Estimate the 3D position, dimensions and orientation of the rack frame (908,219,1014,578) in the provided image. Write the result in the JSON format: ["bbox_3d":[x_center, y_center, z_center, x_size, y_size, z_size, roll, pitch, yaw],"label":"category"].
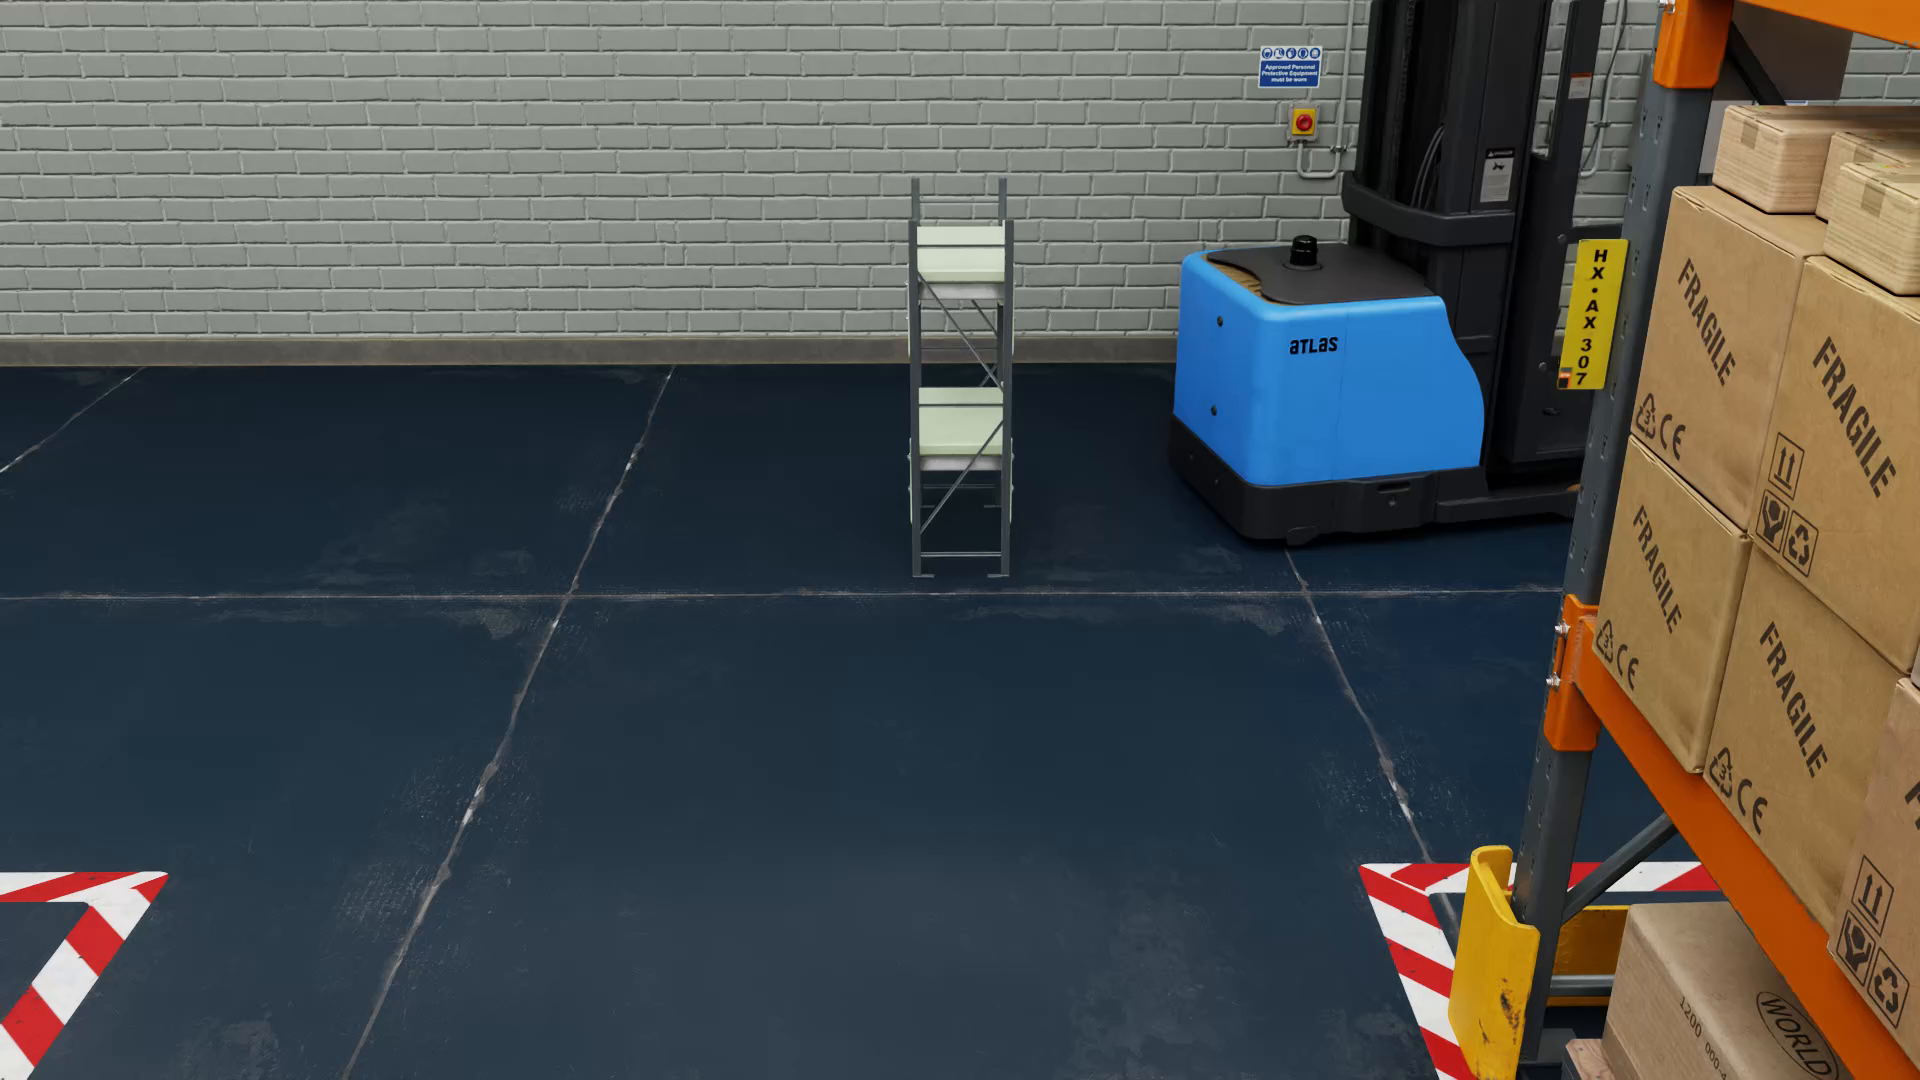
[{"bbox_3d":[0.004,-0.530,6.601,0.400,1.500,0.023,0,24,-1],"label":"rack frame"}]

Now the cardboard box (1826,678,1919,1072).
[{"bbox_3d":[1.628,0.528,2.321,0.500,0.500,0.500,0,24,-1],"label":"cardboard box"}]

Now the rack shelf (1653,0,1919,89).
[{"bbox_3d":[1.911,-0.258,1.414,1.077,0.370,4.000,0,24,-1],"label":"rack shelf"}]

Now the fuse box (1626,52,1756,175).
[{"bbox_3d":[3.906,-1.729,8.997,0.539,1.711,0.414,0,24,-1],"label":"fuse box"}]

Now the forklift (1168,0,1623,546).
[{"bbox_3d":[2.563,-1.621,7.278,3.031,2.935,1.130,-6,25,-13],"label":"forklift"}]

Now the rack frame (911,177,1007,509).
[{"bbox_3d":[-0.004,-0.831,7.268,0.400,1.500,0.023,0,24,-1],"label":"rack frame"}]

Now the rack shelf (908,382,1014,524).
[{"bbox_3d":[0.000,-0.384,7.069,0.431,0.370,0.720,0,24,-1],"label":"rack shelf"}]

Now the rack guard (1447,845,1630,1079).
[{"bbox_3d":[1.889,1.086,4.243,1.175,0.500,0.348,0,24,-1],"label":"rack guard"}]

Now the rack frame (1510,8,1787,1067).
[{"bbox_3d":[1.889,-0.043,3.706,1.000,3.000,0.127,0,24,-1],"label":"rack frame"}]

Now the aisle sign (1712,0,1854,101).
[{"bbox_3d":[1.598,-1.256,3.233,0.394,0.787,0.004,0,24,-1],"label":"aisle sign"}]

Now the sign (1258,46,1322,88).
[{"bbox_3d":[1.755,-2.515,8.843,0.327,0.218,0.001,0,24,-1],"label":"sign"}]

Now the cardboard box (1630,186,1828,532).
[{"bbox_3d":[1.609,-0.346,3.039,0.500,0.500,0.500,-1,24,-2],"label":"cardboard box"}]

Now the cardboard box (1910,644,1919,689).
[{"bbox_3d":[1.635,0.079,2.100,0.500,0.500,0.500,0,24,-1],"label":"cardboard box"}]

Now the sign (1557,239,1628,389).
[{"bbox_3d":[1.334,-0.474,3.511,0.100,0.325,0.005,0,24,-1],"label":"sign"}]

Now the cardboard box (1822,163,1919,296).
[{"bbox_3d":[1.578,-0.477,2.544,0.380,0.149,0.250,0,24,1],"label":"cardboard box"}]

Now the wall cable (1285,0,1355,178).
[{"bbox_3d":[1.804,-2.844,8.627,0.585,1.953,0.123,0,24,-1],"label":"wall cable"}]

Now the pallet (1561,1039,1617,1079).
[{"bbox_3d":[1.976,1.556,3.553,1.003,0.211,1.213,0,24,-1],"label":"pallet"}]

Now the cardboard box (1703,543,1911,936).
[{"bbox_3d":[1.641,0.318,2.785,0.500,0.500,0.500,-1,24,-1],"label":"cardboard box"}]

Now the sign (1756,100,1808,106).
[{"bbox_3d":[4.398,-2.360,8.944,0.329,0.494,0.001,0,24,-1],"label":"sign"}]

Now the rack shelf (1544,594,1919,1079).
[{"bbox_3d":[1.911,1.108,2.032,1.077,0.370,4.000,0,24,-1],"label":"rack shelf"}]

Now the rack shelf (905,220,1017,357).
[{"bbox_3d":[0.000,-1.036,6.774,0.431,0.370,0.720,0,24,-1],"label":"rack shelf"}]

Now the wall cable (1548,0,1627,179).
[{"bbox_3d":[3.222,-2.841,8.659,0.588,1.984,0.122,0,24,-1],"label":"wall cable"}]

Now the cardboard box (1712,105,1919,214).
[{"bbox_3d":[1.616,-0.693,3.020,0.380,0.149,0.250,0,24,1],"label":"cardboard box"}]

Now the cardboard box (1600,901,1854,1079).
[{"bbox_3d":[1.996,1.204,3.547,0.875,0.438,0.875,-1,24,-2],"label":"cardboard box"}]

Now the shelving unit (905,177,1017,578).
[{"bbox_3d":[0.000,-0.681,6.935,0.431,1.500,0.755,0,24,-1],"label":"shelving unit"}]

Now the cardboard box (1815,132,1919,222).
[{"bbox_3d":[1.690,-0.585,2.782,0.380,0.149,0.250,0,24,1],"label":"cardboard box"}]

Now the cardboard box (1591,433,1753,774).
[{"bbox_3d":[1.607,0.110,3.245,0.500,0.500,0.500,0,24,-1],"label":"cardboard box"}]

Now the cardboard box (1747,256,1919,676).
[{"bbox_3d":[1.622,-0.133,2.569,0.500,0.500,0.500,-1,24,-2],"label":"cardboard box"}]
